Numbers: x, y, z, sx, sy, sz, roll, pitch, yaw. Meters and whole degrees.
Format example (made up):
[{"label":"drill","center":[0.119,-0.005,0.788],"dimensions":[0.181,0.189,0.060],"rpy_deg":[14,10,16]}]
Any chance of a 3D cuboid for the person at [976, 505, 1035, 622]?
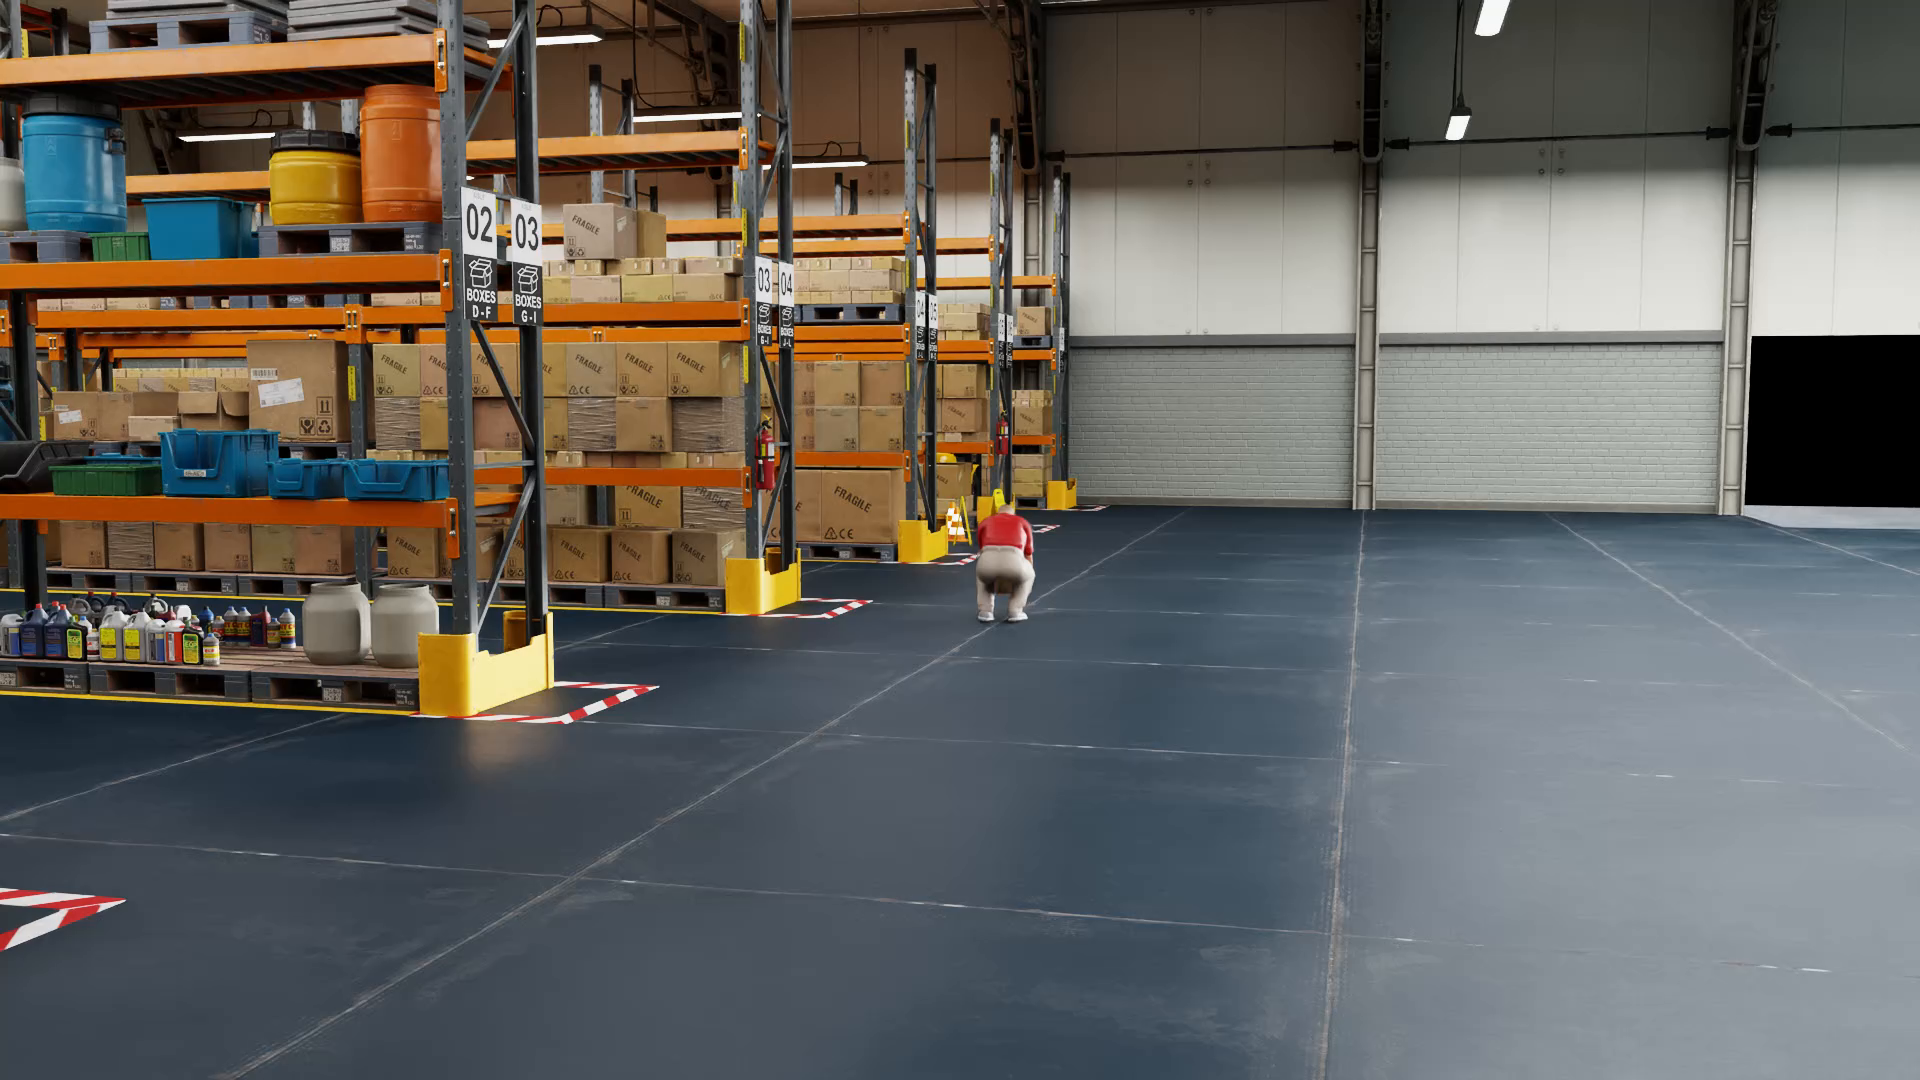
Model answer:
[{"label":"person","center":[0.385,0.207,14.602],"dimensions":[0.525,0.997,0.854],"rpy_deg":[1,5,12]}]
